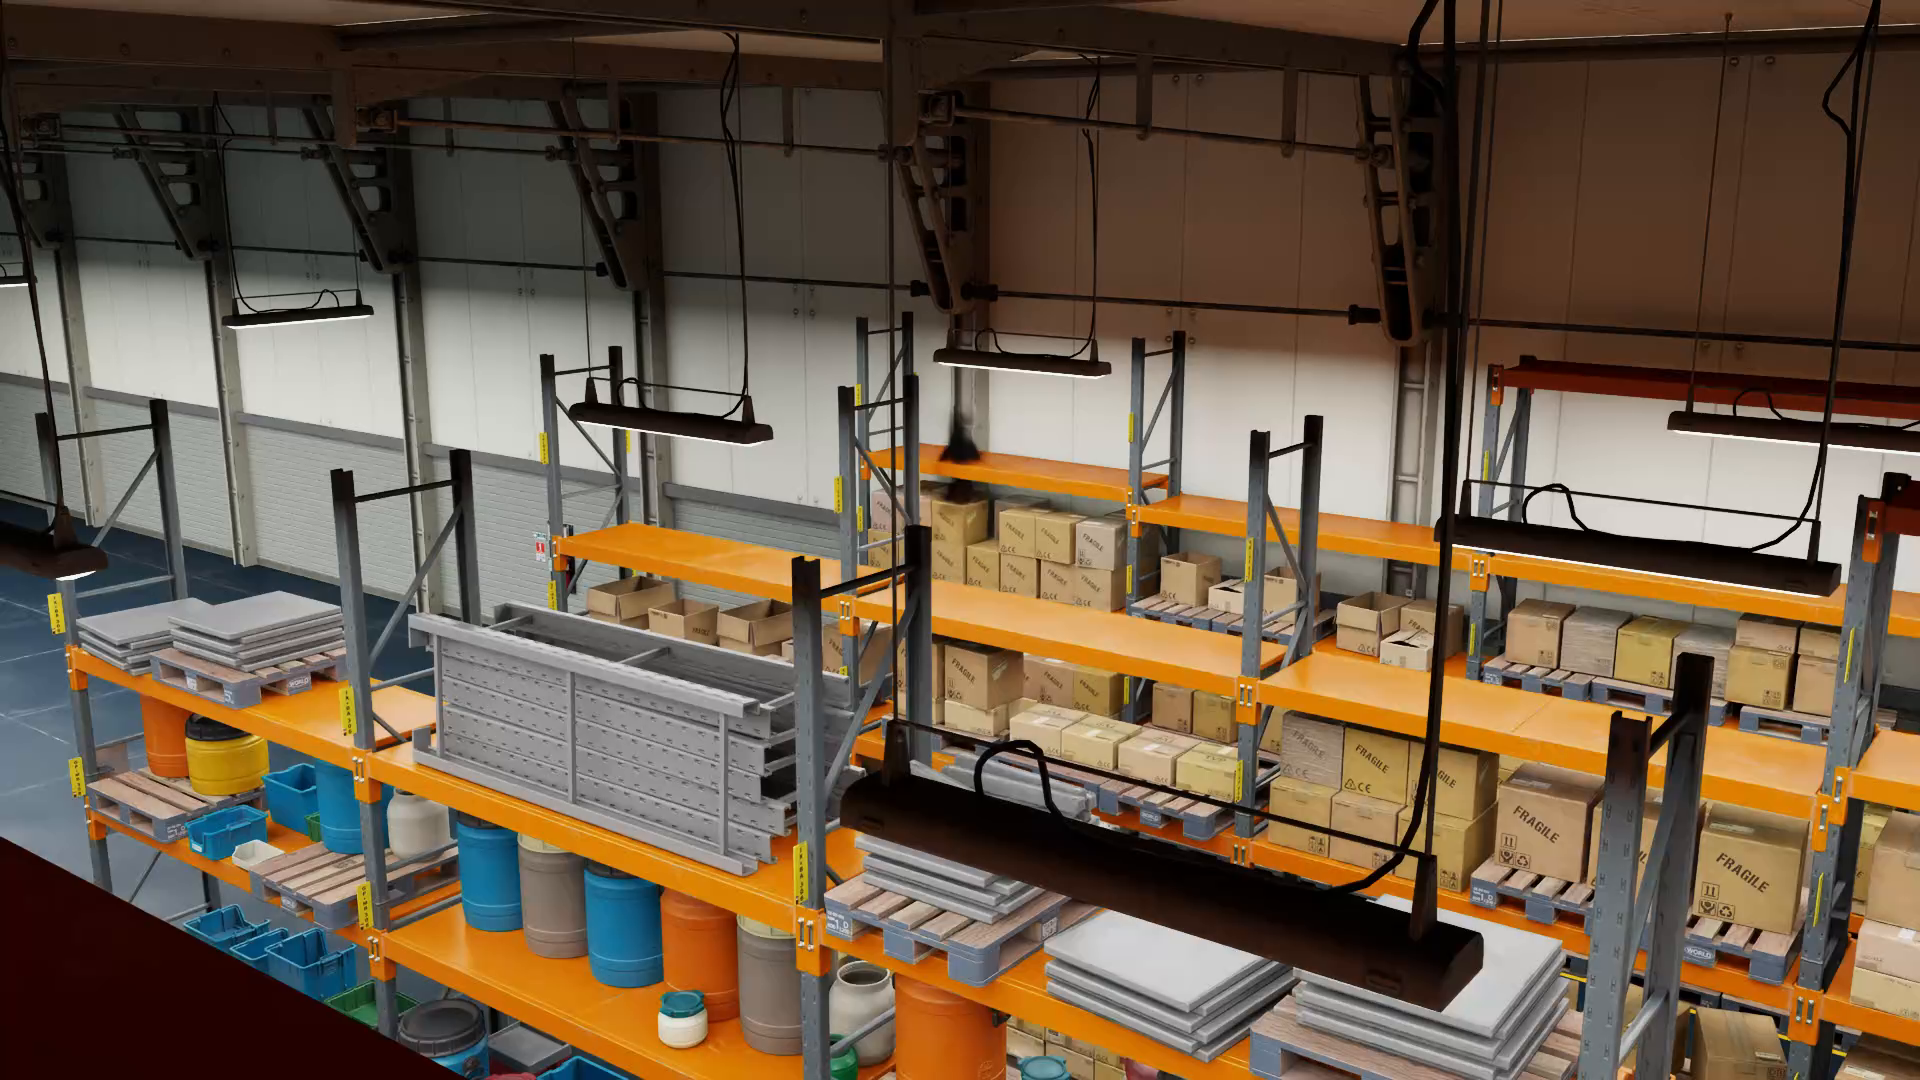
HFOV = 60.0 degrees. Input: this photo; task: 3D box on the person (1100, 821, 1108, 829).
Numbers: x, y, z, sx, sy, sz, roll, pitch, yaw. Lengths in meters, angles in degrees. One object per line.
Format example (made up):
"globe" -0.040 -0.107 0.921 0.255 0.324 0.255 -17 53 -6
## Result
"person" 1.455 3.219 17.983 1.013 1.631 0.642 3 13 13
